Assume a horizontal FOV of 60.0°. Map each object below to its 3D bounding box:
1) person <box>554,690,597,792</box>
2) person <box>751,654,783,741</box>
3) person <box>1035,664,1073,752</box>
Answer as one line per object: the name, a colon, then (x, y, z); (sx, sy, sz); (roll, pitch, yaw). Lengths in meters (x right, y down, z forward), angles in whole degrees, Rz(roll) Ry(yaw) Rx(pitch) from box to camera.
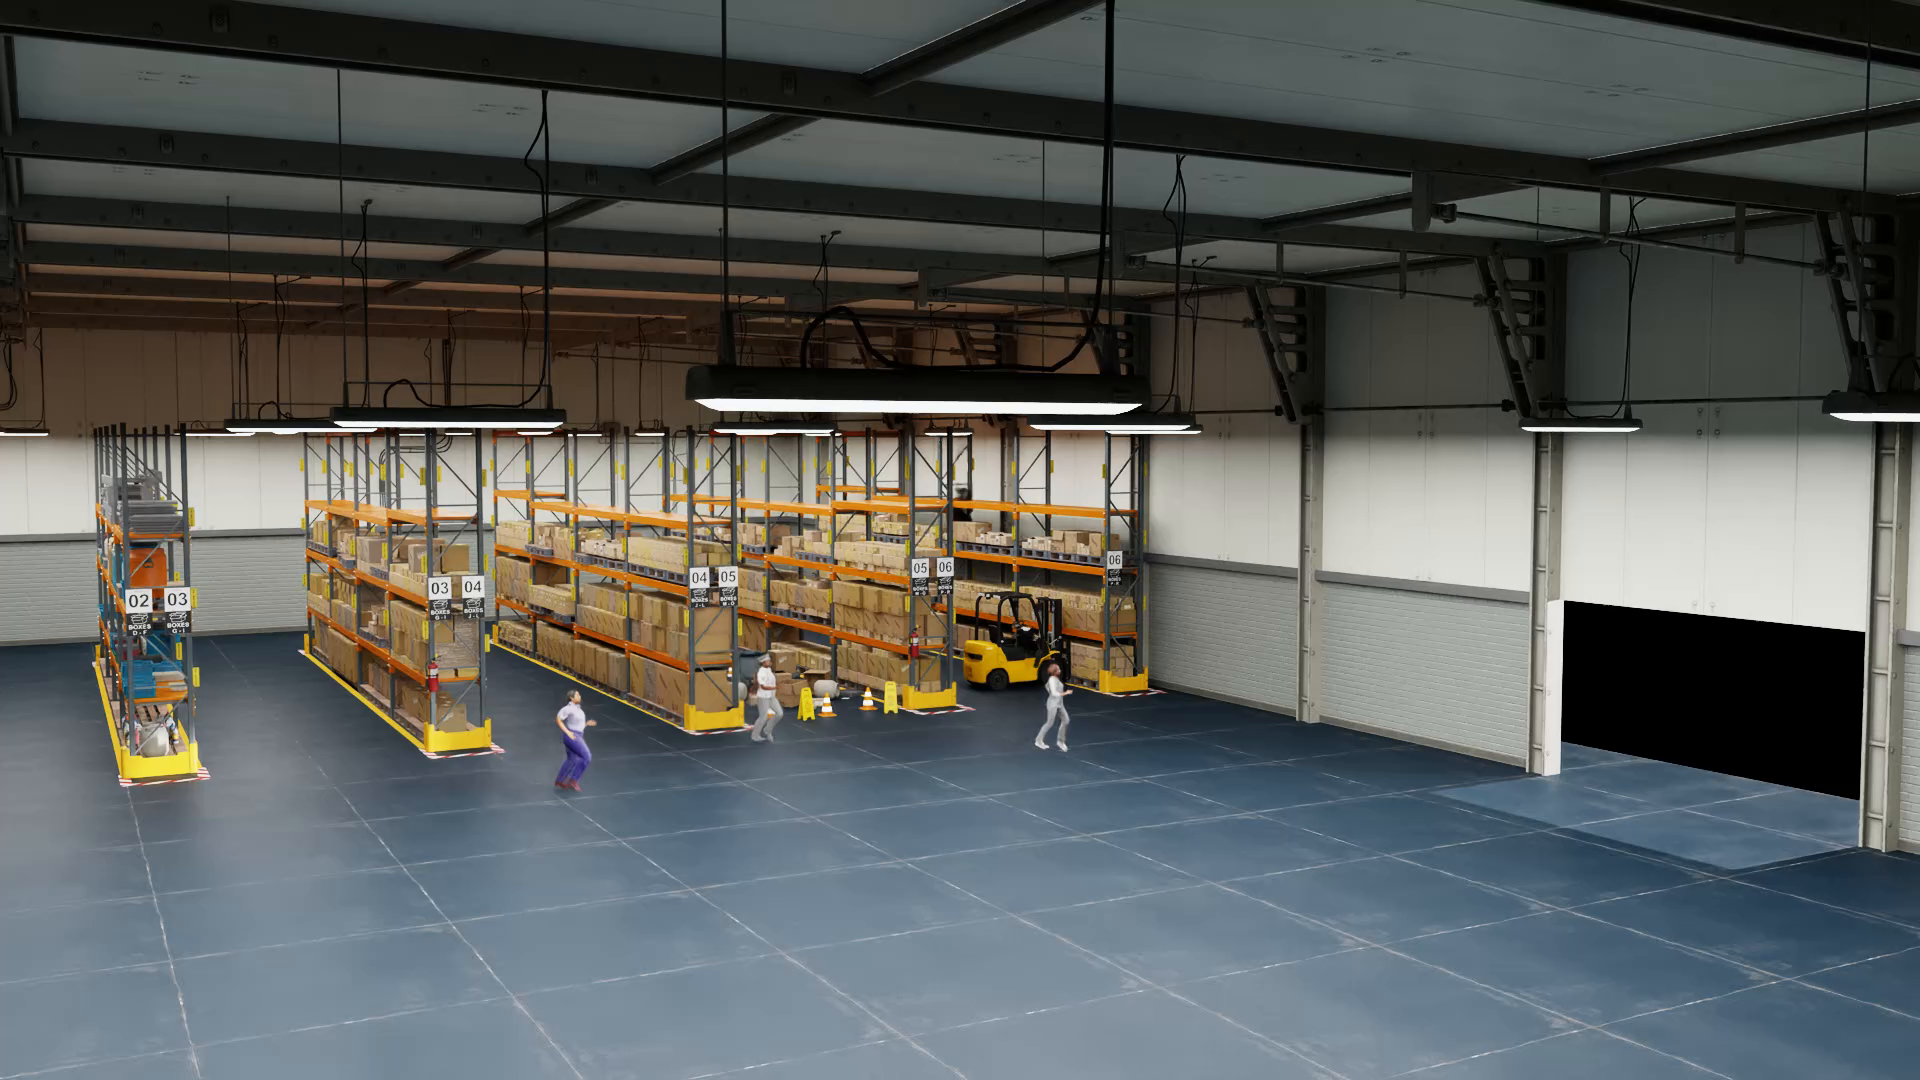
person: (-6.279, 3.272, 27.138); (0.675, 1.668, 0.579); (0, 3, -4)
person: (-3.625, 2.975, 31.389); (0.670, 1.686, 0.546); (1, 4, 21)
person: (1.730, 3.074, 30.456); (0.711, 1.638, 0.504); (1, 4, 21)
